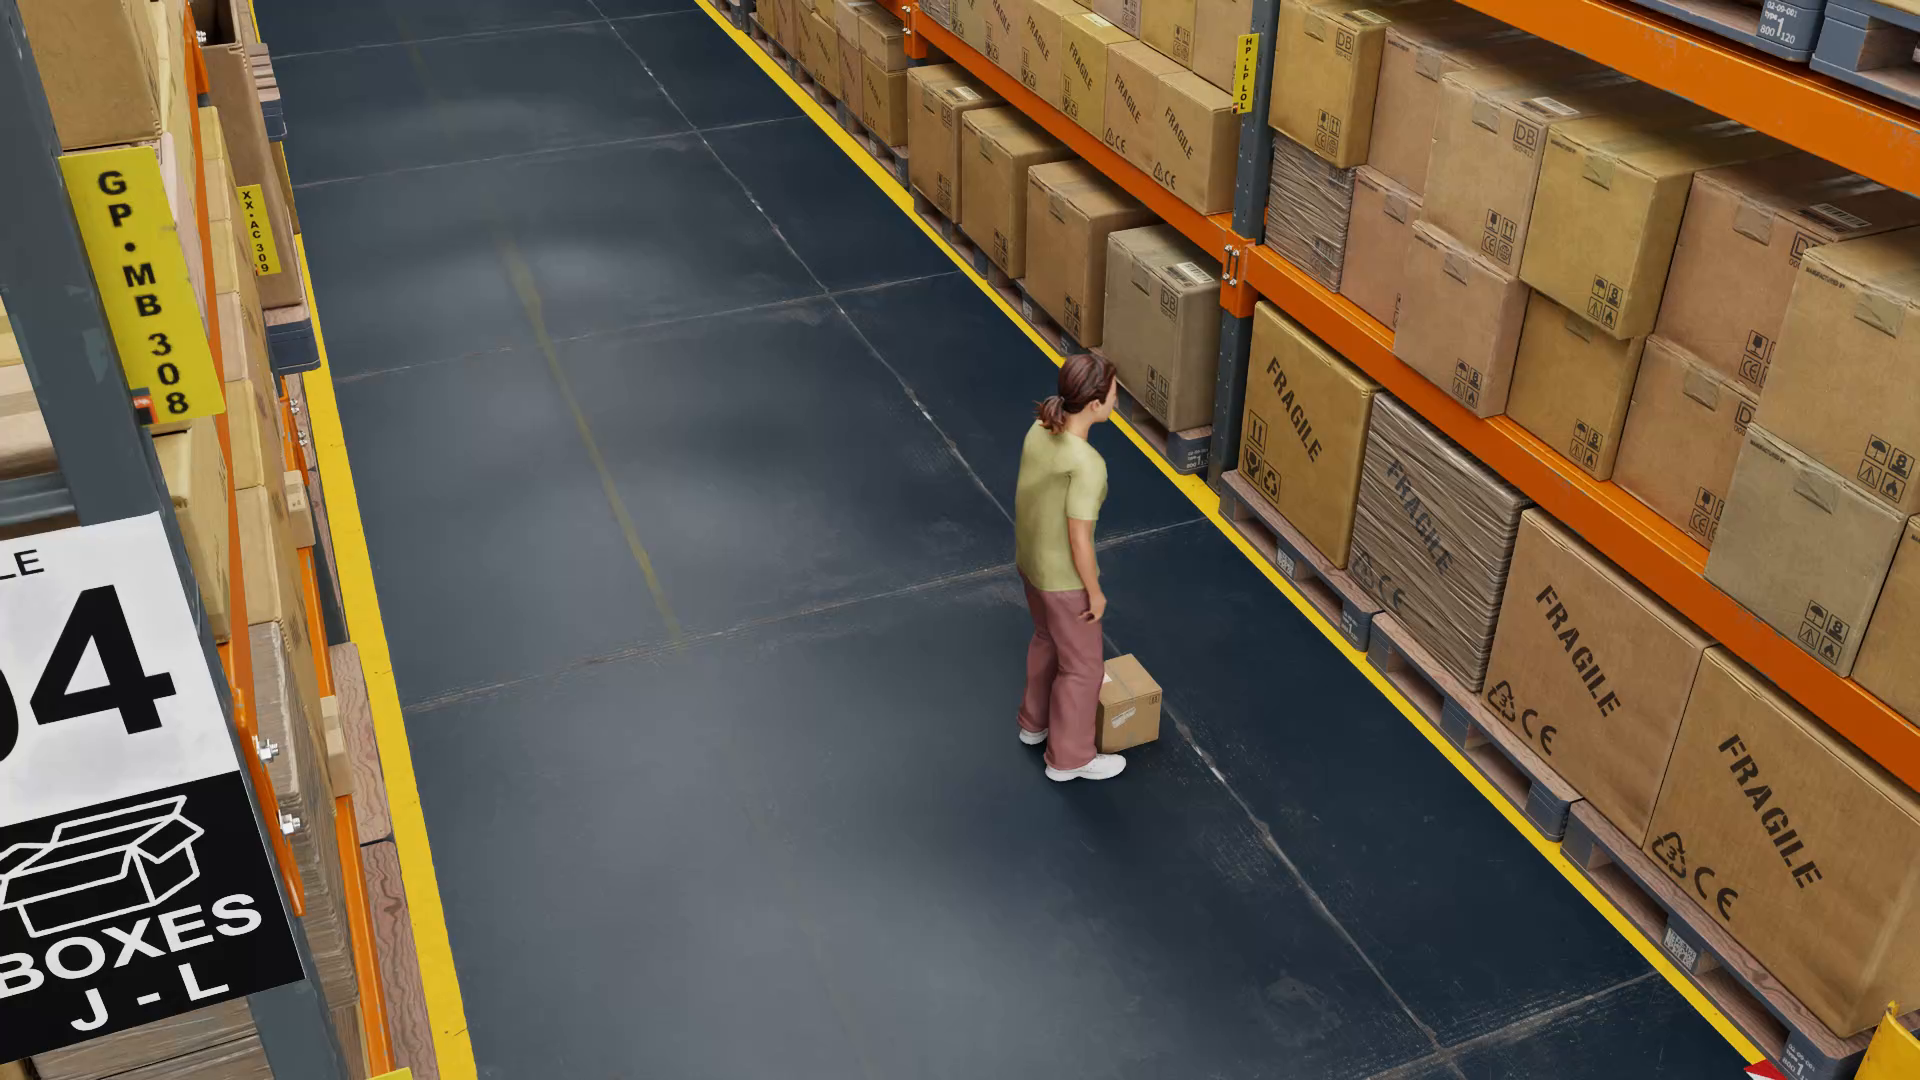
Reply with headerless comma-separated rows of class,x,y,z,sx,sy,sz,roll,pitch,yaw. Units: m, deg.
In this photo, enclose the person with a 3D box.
person,0.385,0.102,5.988,0.354,1.673,0.501,-13,36,-19
